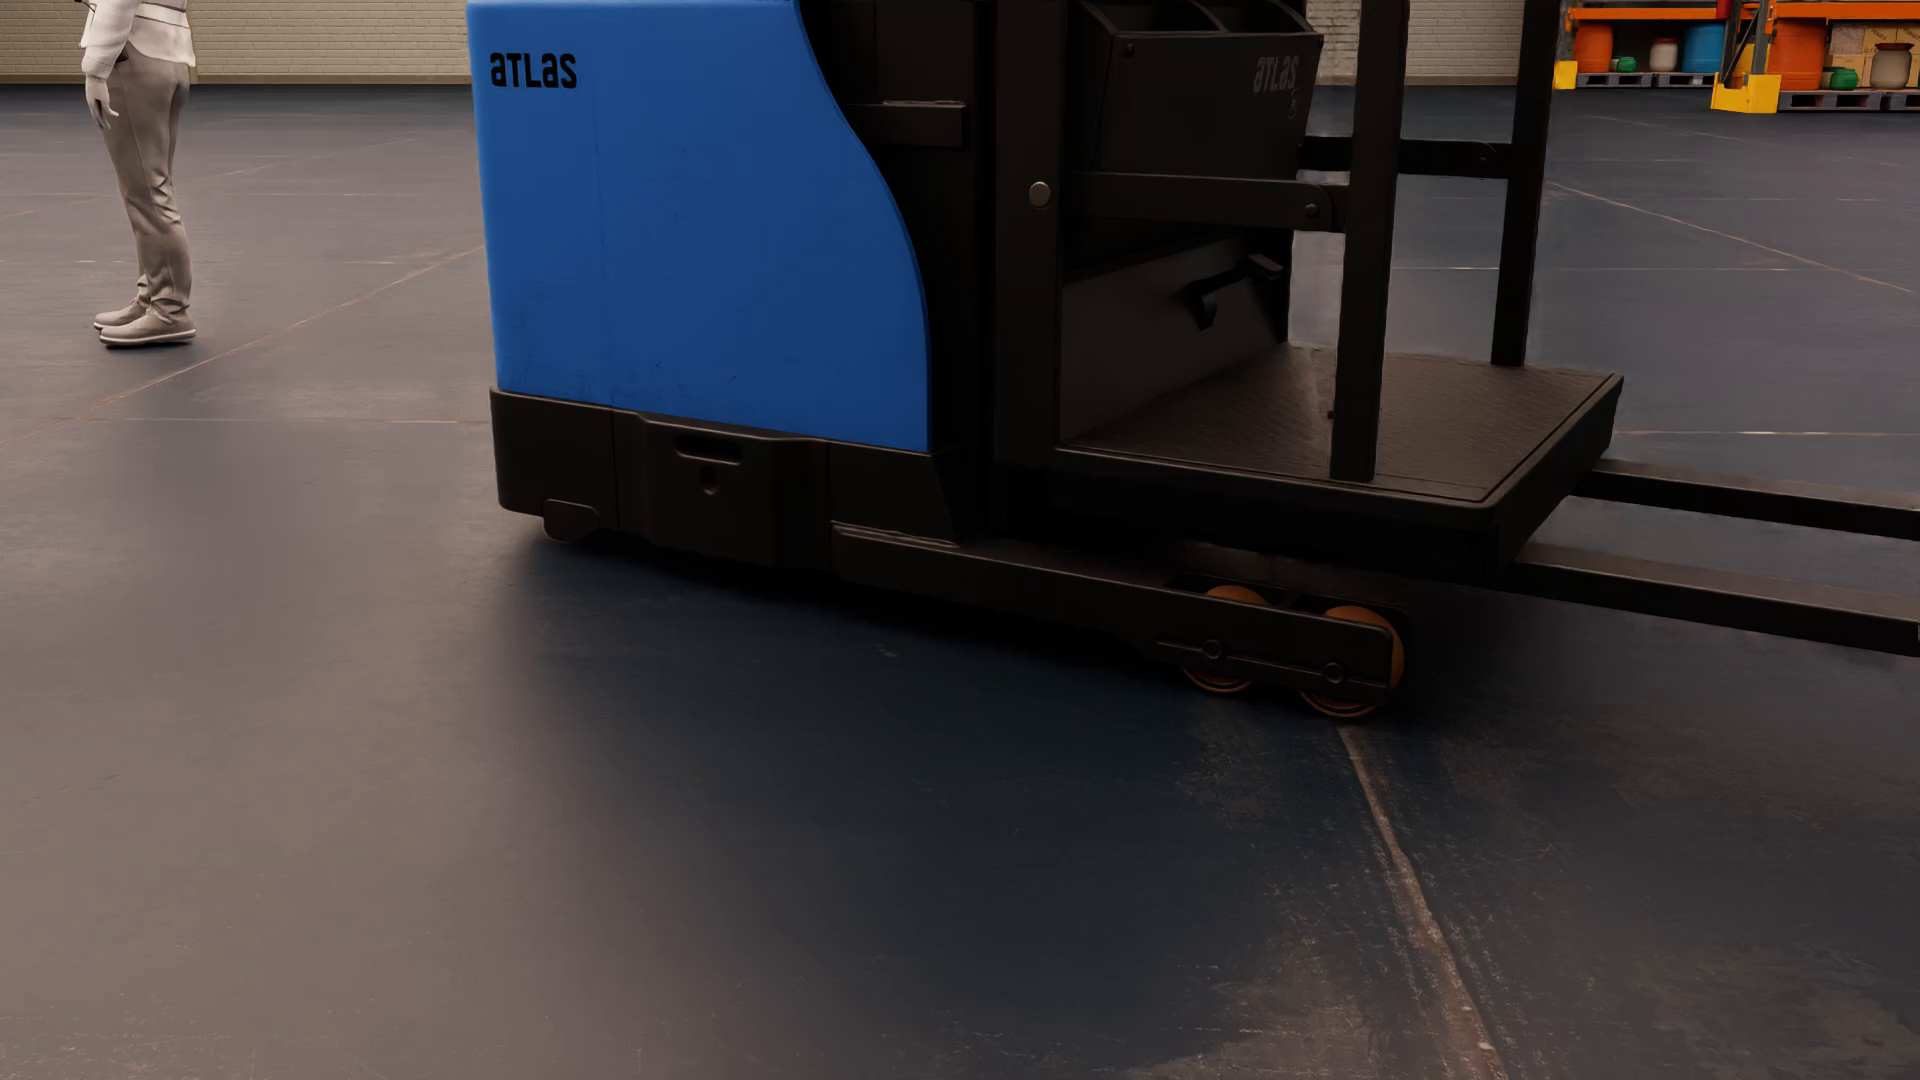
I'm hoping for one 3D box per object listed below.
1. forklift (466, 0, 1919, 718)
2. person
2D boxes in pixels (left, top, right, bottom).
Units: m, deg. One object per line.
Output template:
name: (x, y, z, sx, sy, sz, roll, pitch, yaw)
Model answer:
forklift: (0.595, -1.311, 2.651, 3.031, 2.935, 1.130, 10, 20, 29)
person: (-2.634, -1.461, 5.194, 0.532, 1.695, 0.588, -2, 17, -7)
